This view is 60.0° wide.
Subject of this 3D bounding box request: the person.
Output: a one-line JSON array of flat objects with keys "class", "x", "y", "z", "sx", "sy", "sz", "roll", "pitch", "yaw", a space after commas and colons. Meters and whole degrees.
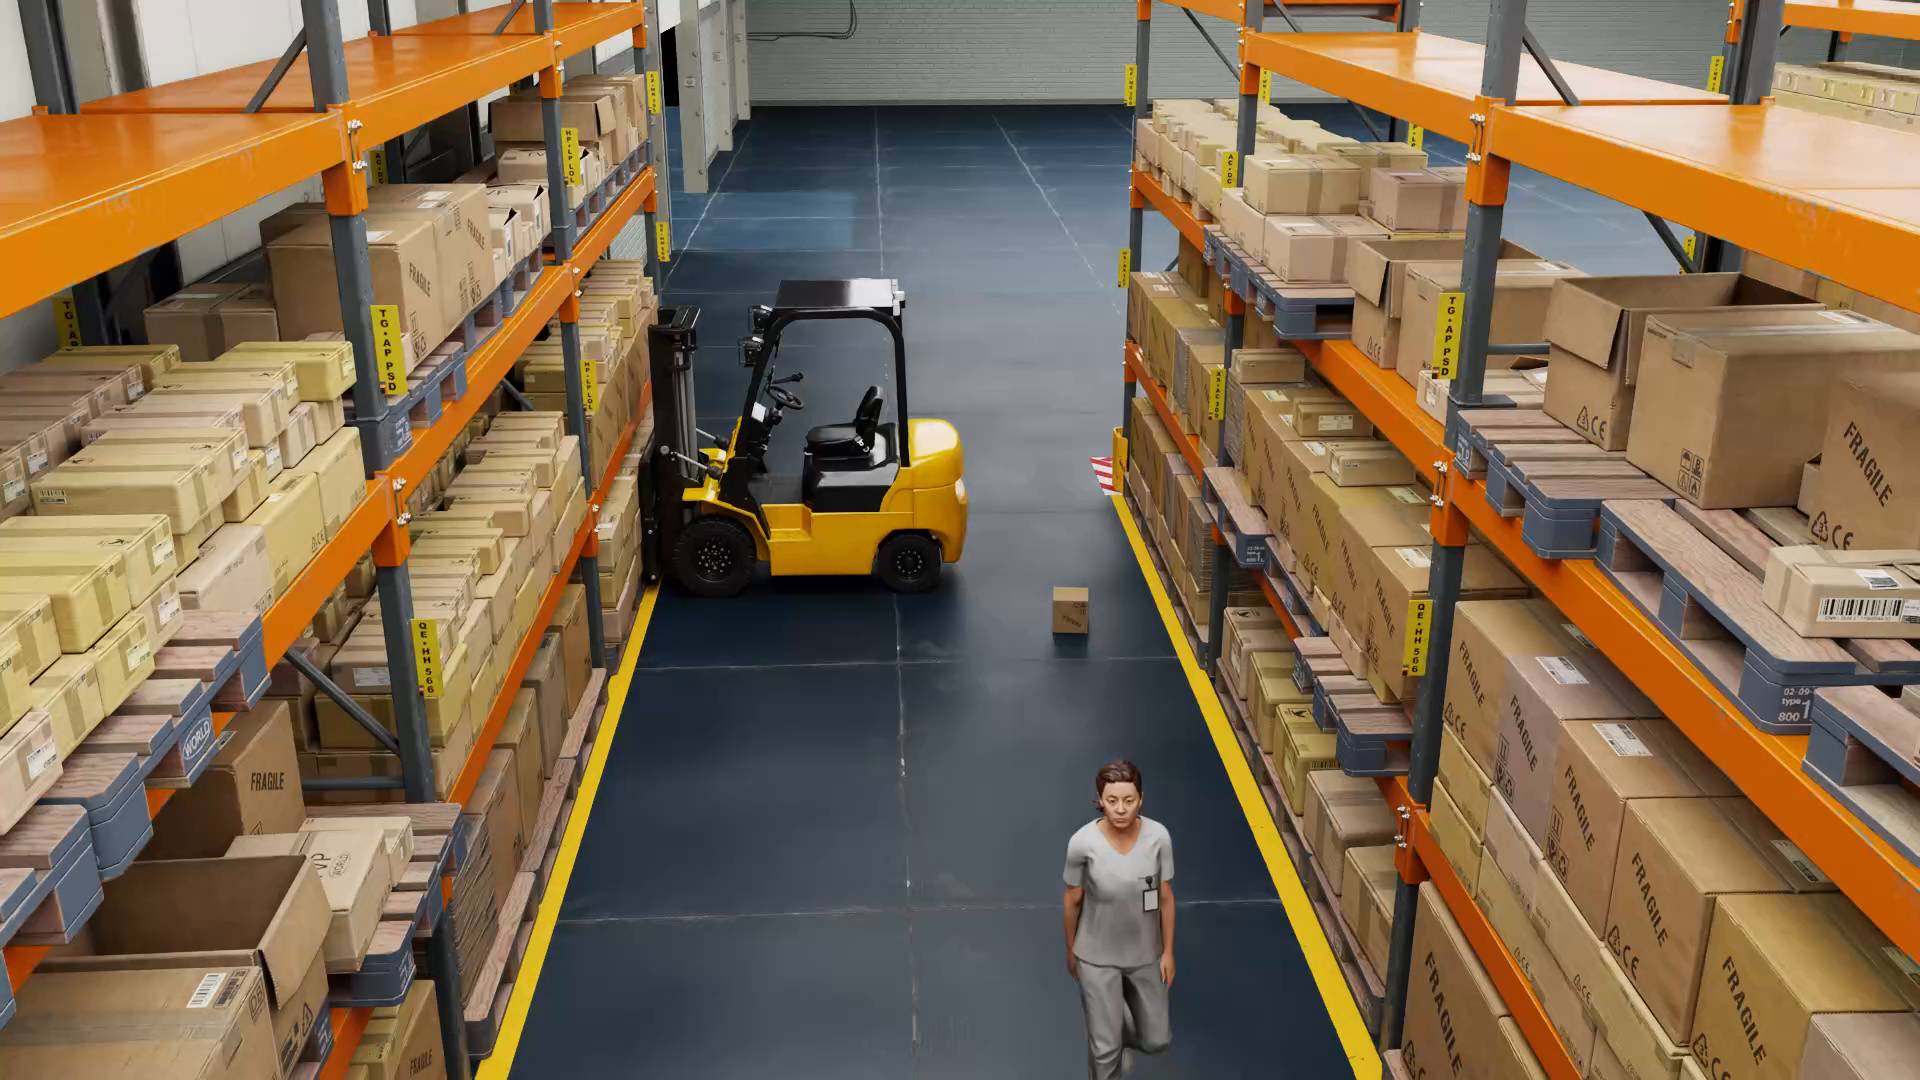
[{"class": "person", "x": 0.626, "y": 1.630, "z": 6.663, "sx": 0.445, "sy": 1.653, "sz": 0.667, "roll": -3, "pitch": 21, "yaw": -8}]
